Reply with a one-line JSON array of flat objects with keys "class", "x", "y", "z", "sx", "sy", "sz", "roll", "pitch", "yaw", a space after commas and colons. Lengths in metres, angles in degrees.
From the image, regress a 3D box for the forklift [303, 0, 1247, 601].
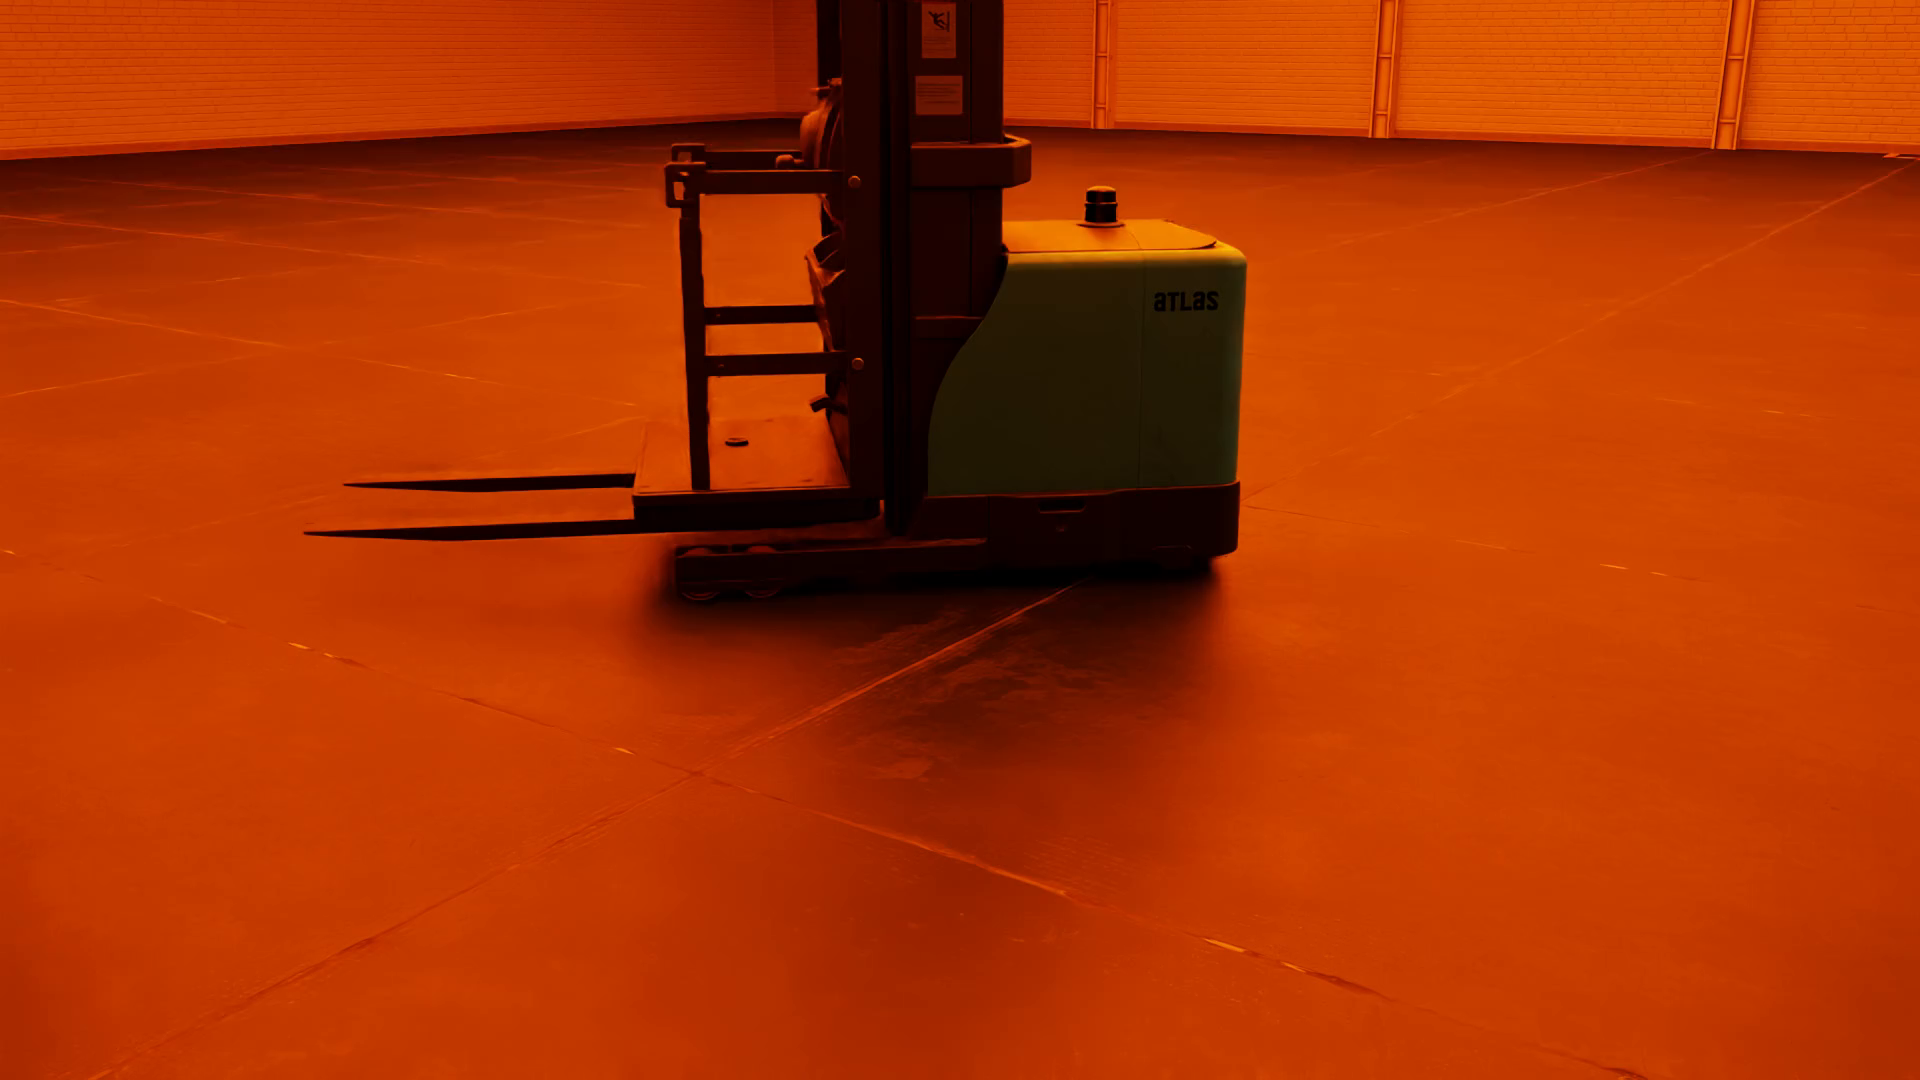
[{"class": "forklift", "x": -0.626, "y": -1.372, "z": 5.421, "sx": 3.031, "sy": 2.935, "sz": 1.130, "roll": -2, "pitch": 17, "yaw": -8}]
